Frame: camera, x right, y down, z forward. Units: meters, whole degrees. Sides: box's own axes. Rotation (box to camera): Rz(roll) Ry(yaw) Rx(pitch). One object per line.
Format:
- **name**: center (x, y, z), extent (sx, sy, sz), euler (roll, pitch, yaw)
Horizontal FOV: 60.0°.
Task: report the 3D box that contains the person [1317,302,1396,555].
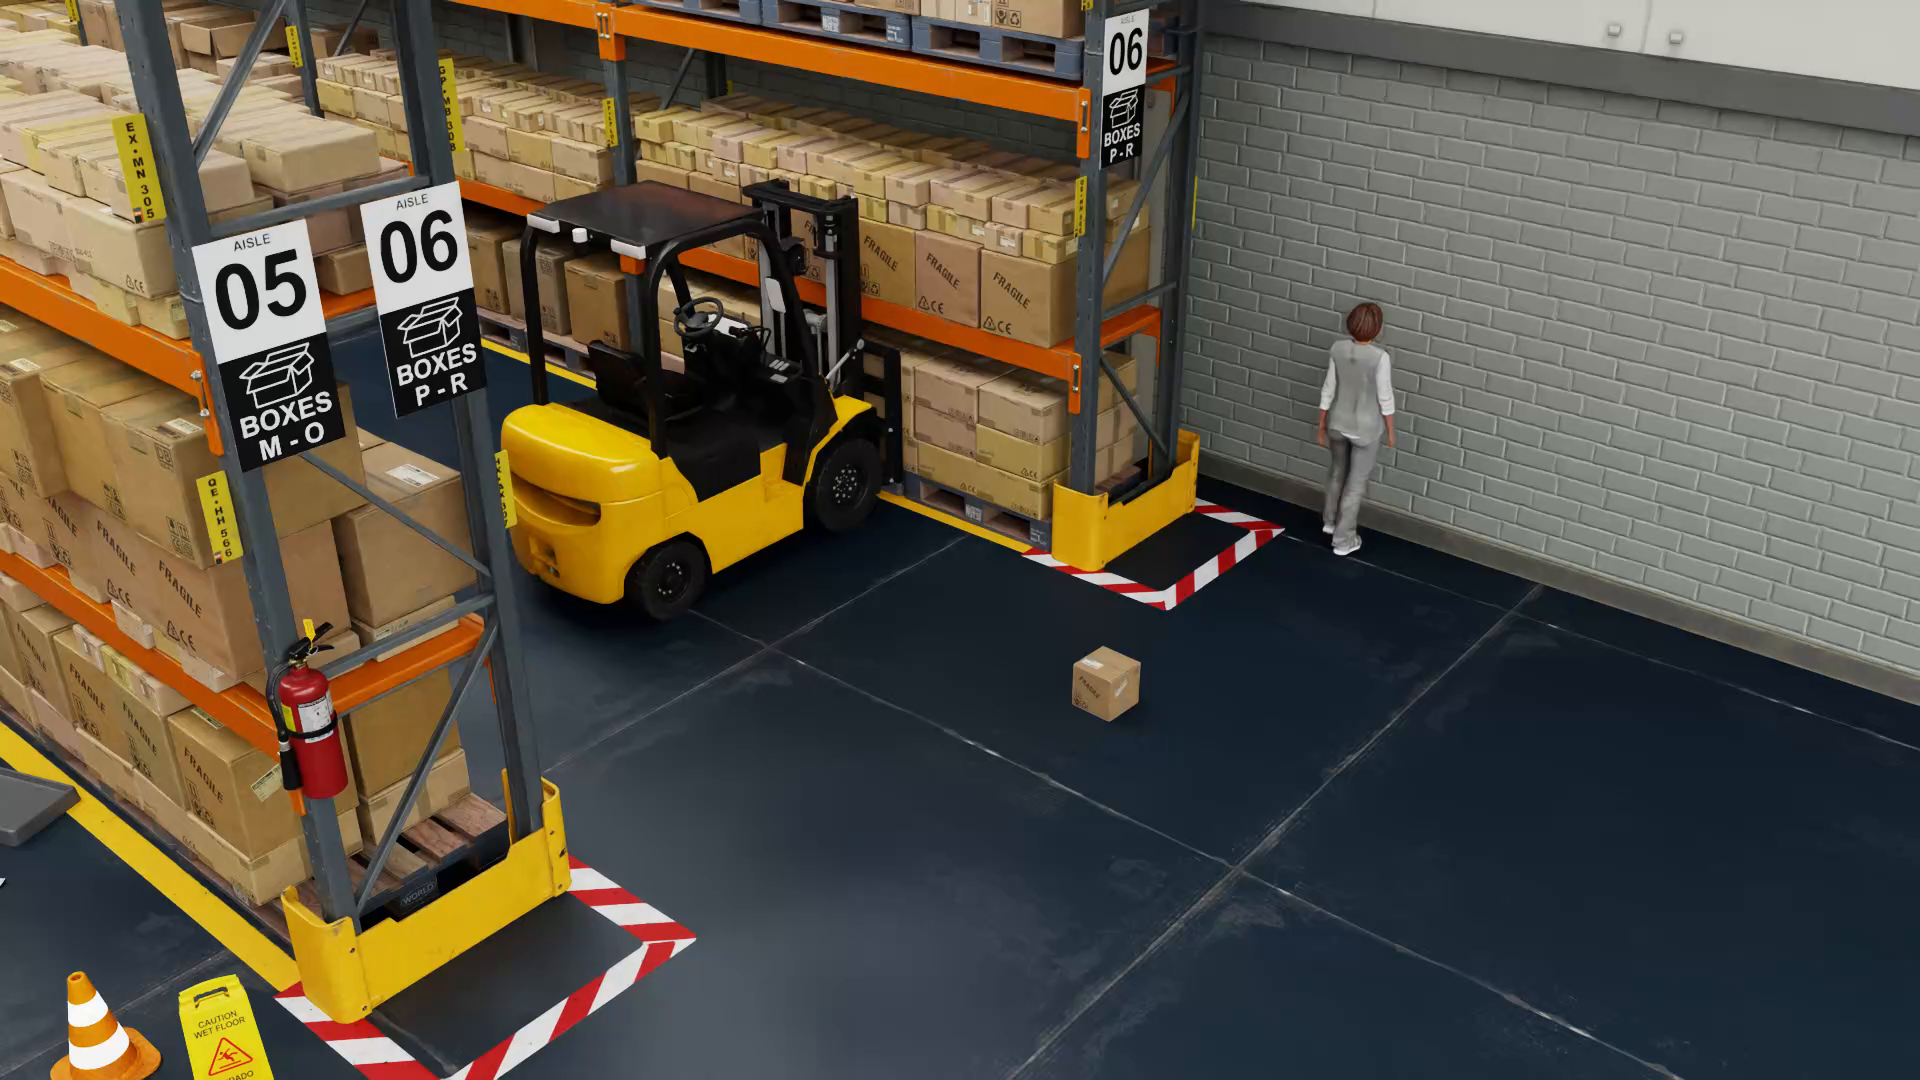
- **person**: center (2.387, -0.654, 9.912), extent (0.437, 1.653, 0.427), euler (22, 35, 36)
